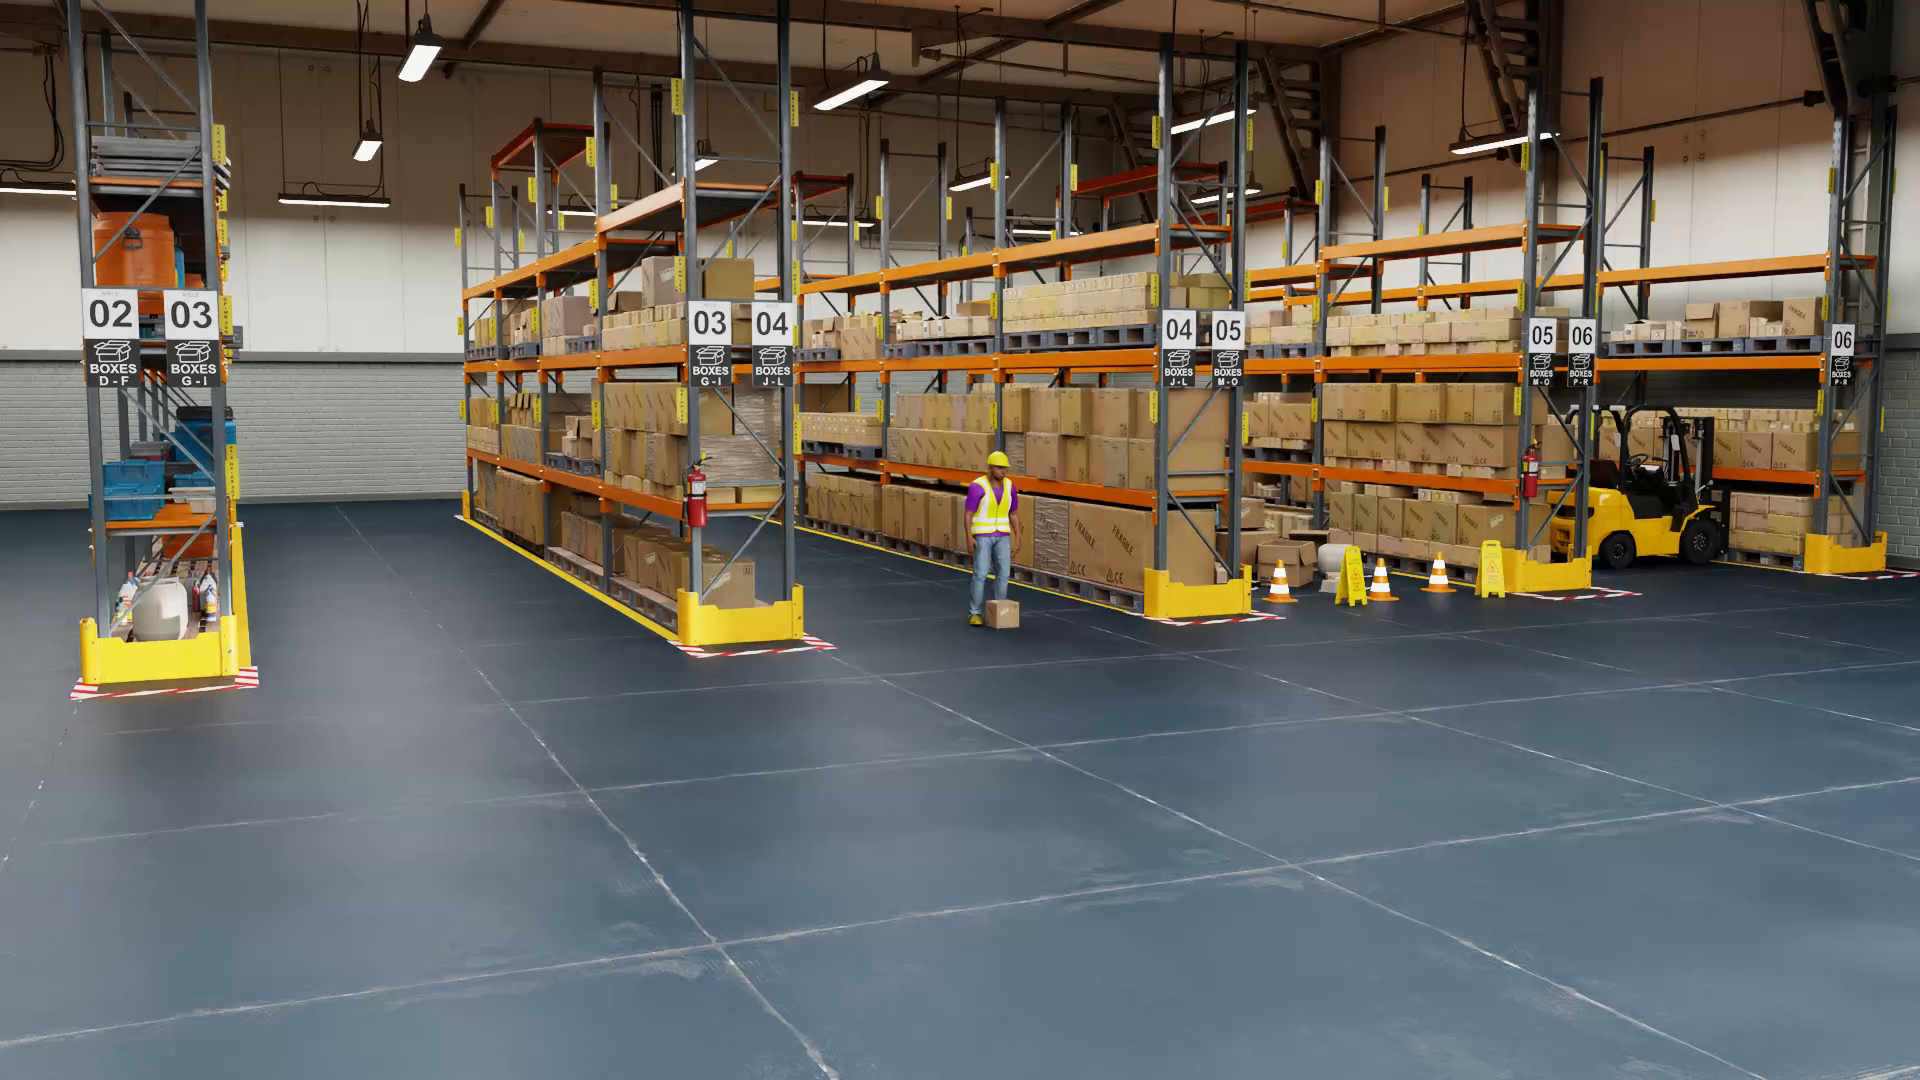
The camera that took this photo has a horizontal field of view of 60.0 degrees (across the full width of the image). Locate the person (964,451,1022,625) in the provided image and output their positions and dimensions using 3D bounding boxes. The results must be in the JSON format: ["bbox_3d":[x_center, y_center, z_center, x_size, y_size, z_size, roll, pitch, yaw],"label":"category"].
[{"bbox_3d":[0.338,-0.024,16.923,0.636,1.761,0.454,-3,6,-27],"label":"person"}]
